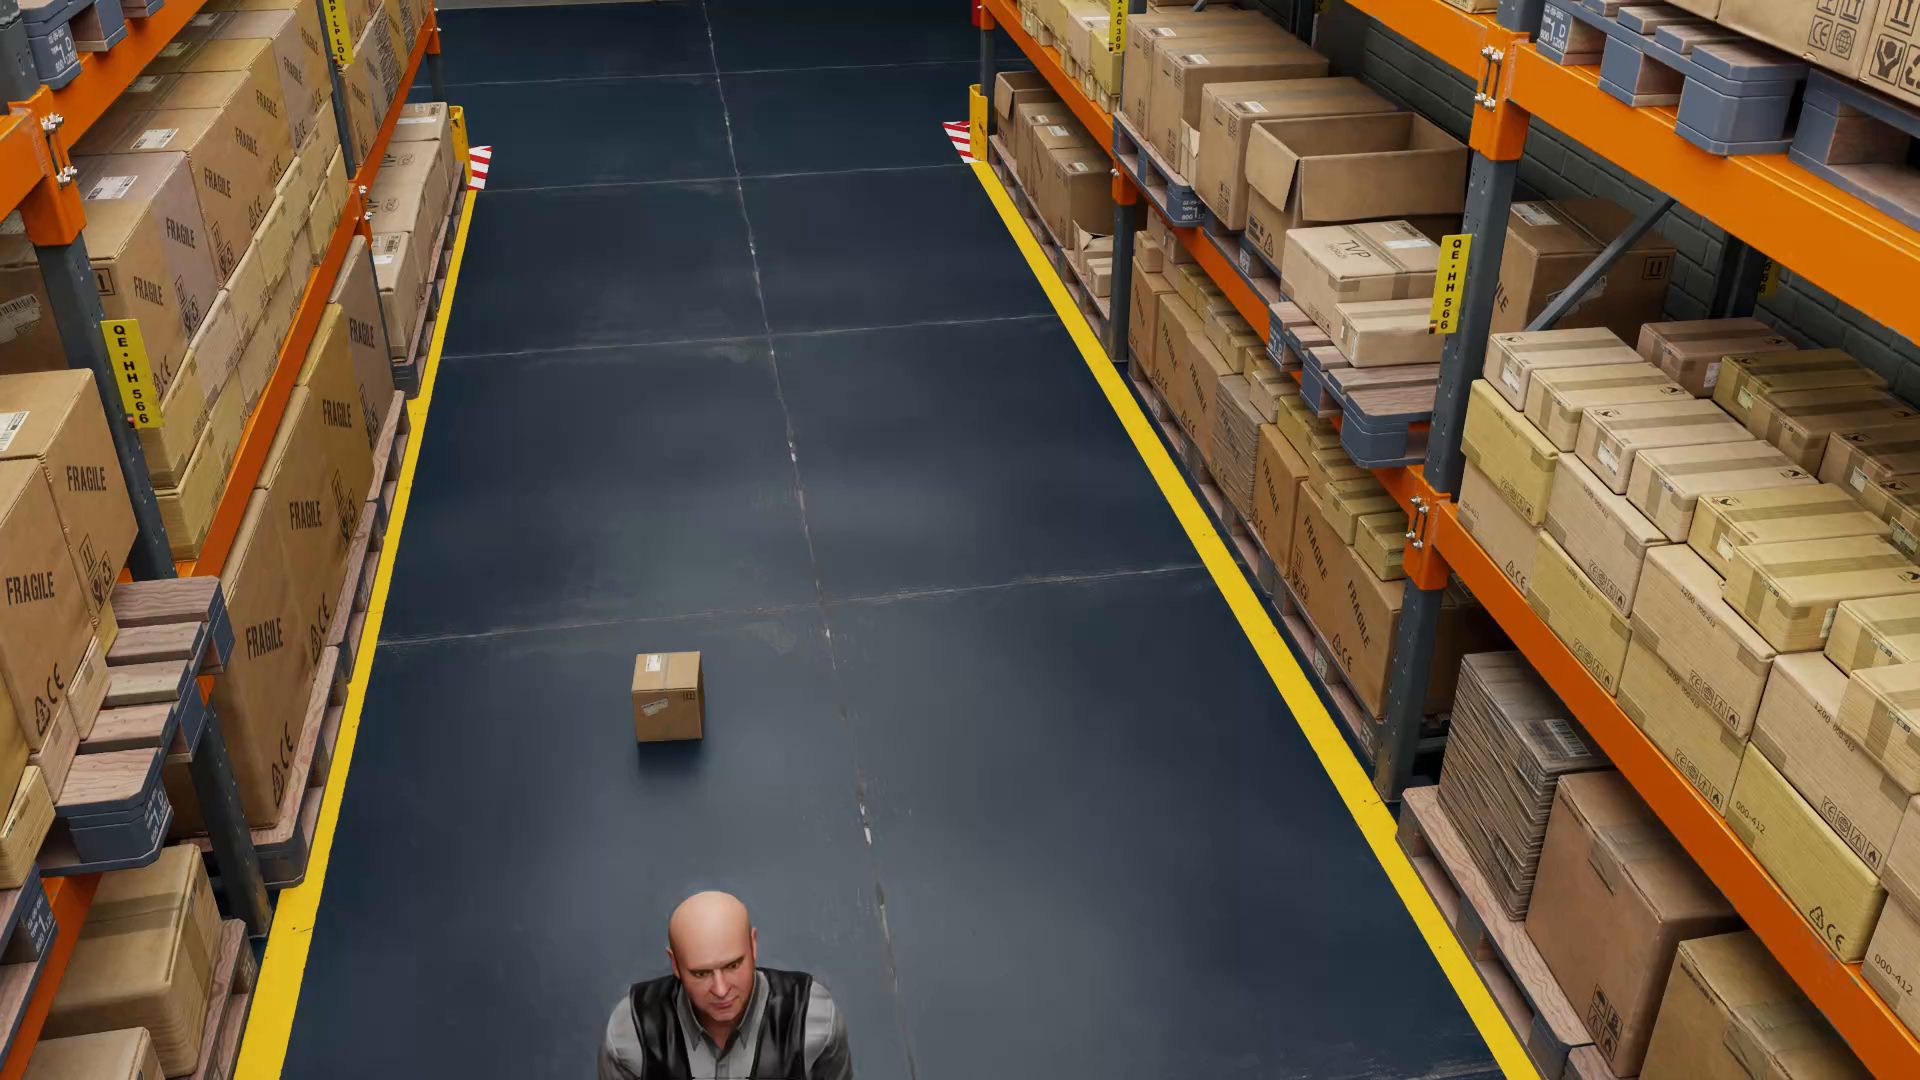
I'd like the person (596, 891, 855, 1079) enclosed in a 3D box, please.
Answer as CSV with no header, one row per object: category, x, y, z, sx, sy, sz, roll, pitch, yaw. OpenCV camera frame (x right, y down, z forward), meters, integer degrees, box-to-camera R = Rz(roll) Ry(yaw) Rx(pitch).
person,-0.503,1.491,3.608,0.548,1.670,1.003,0,30,-1
